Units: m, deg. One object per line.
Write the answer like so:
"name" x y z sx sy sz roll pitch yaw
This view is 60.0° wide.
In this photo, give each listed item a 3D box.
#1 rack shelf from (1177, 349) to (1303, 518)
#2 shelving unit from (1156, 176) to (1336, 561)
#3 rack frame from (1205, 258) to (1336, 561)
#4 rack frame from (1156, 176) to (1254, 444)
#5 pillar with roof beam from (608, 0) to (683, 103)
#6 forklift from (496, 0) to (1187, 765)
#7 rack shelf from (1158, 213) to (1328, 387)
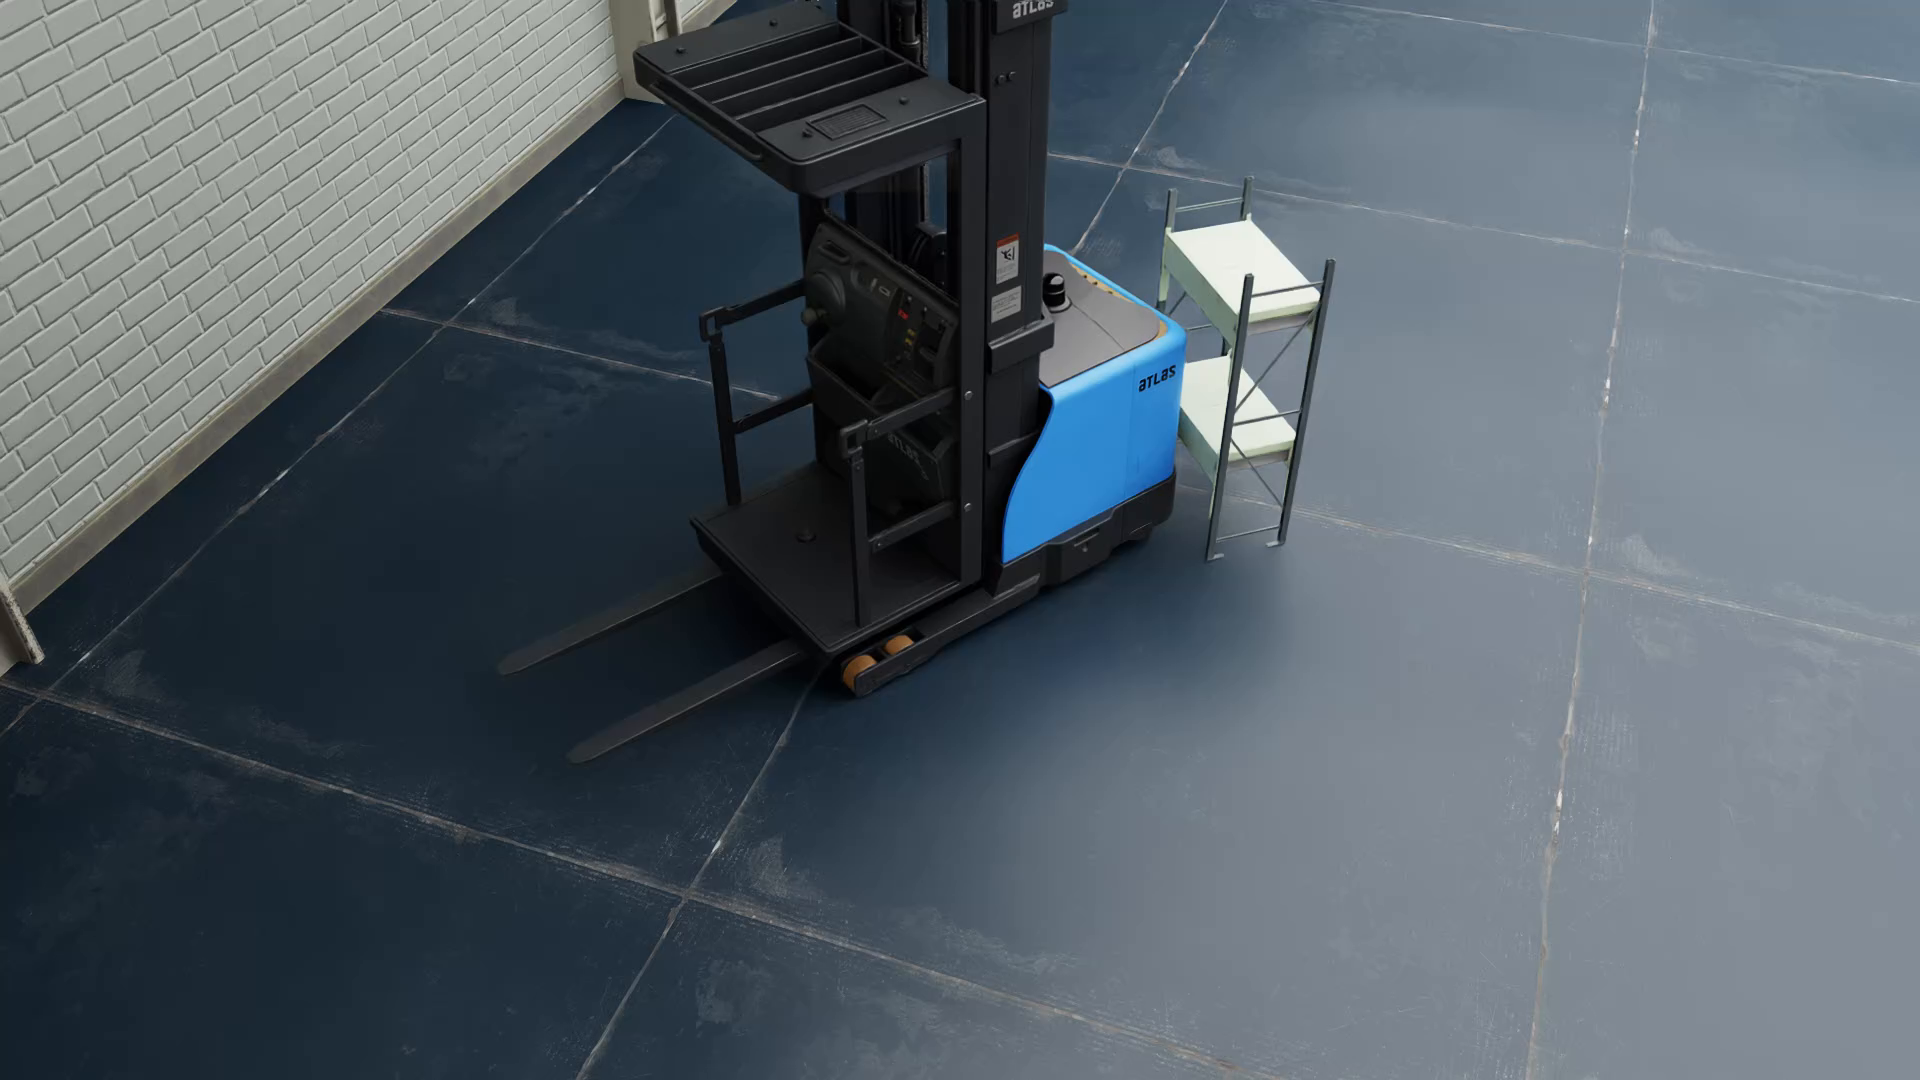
"rack shelf" 1.197 -0.498 7.630 0.431 0.370 0.720 -12 42 -15
"shelving unit" 1.201 -0.747 7.420 0.431 1.500 0.755 -12 42 -15
"rack frame" 1.319 -0.522 7.156 0.400 1.500 0.023 -12 42 -15
"rack frame" 1.082 -0.972 7.683 0.400 1.500 0.023 -12 42 -15
"pillar with roof beam" 1.970 -5.544 7.268 9.100 9.000 0.400 13 42 15
"forklift" -0.485 -0.859 6.453 3.031 2.935 1.130 -27 47 -28
"rack shelf" 1.205 -1.045 7.167 0.431 0.370 0.720 -12 42 -15
